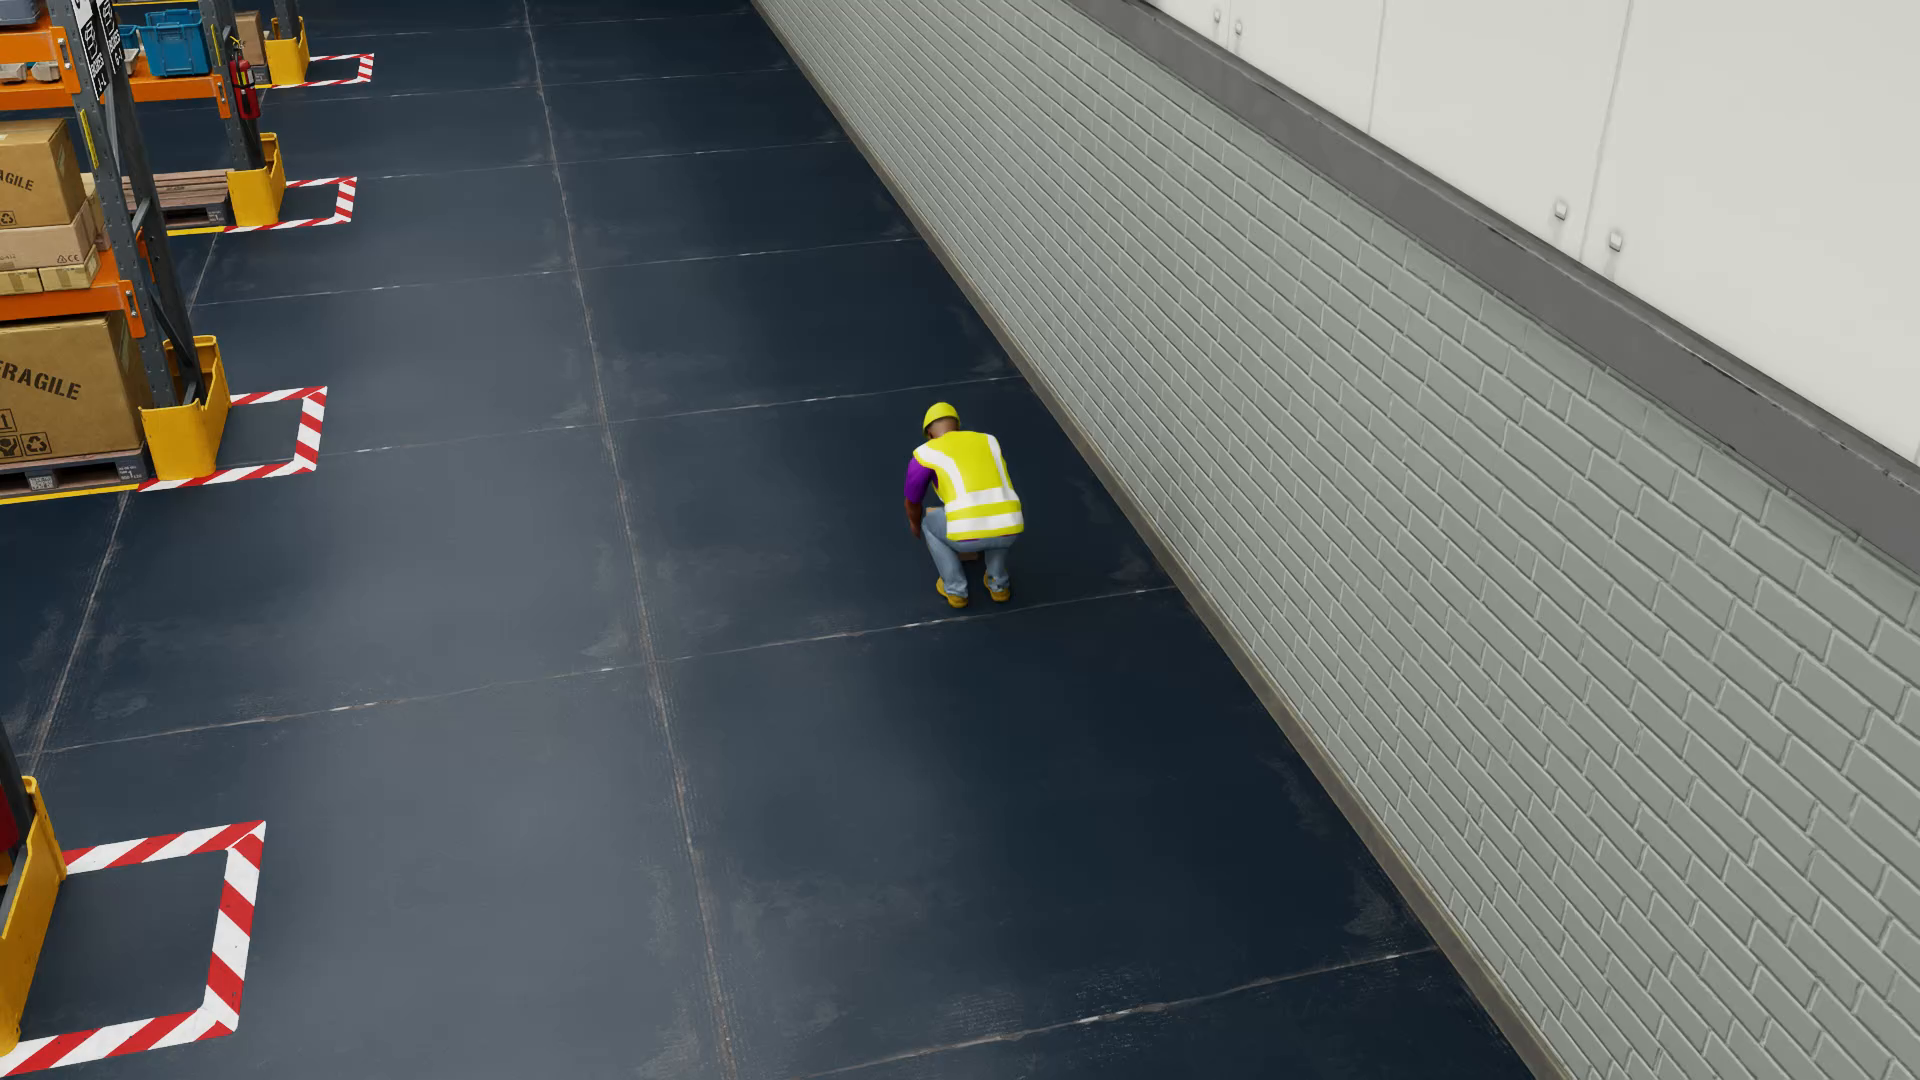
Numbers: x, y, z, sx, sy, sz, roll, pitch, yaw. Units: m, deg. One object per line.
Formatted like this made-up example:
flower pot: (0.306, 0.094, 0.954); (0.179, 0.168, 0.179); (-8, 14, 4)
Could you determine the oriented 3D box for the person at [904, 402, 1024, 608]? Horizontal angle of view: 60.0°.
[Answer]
person: (0.009, -0.179, 9.300); (0.584, 0.994, 0.891); (-8, 31, -13)
